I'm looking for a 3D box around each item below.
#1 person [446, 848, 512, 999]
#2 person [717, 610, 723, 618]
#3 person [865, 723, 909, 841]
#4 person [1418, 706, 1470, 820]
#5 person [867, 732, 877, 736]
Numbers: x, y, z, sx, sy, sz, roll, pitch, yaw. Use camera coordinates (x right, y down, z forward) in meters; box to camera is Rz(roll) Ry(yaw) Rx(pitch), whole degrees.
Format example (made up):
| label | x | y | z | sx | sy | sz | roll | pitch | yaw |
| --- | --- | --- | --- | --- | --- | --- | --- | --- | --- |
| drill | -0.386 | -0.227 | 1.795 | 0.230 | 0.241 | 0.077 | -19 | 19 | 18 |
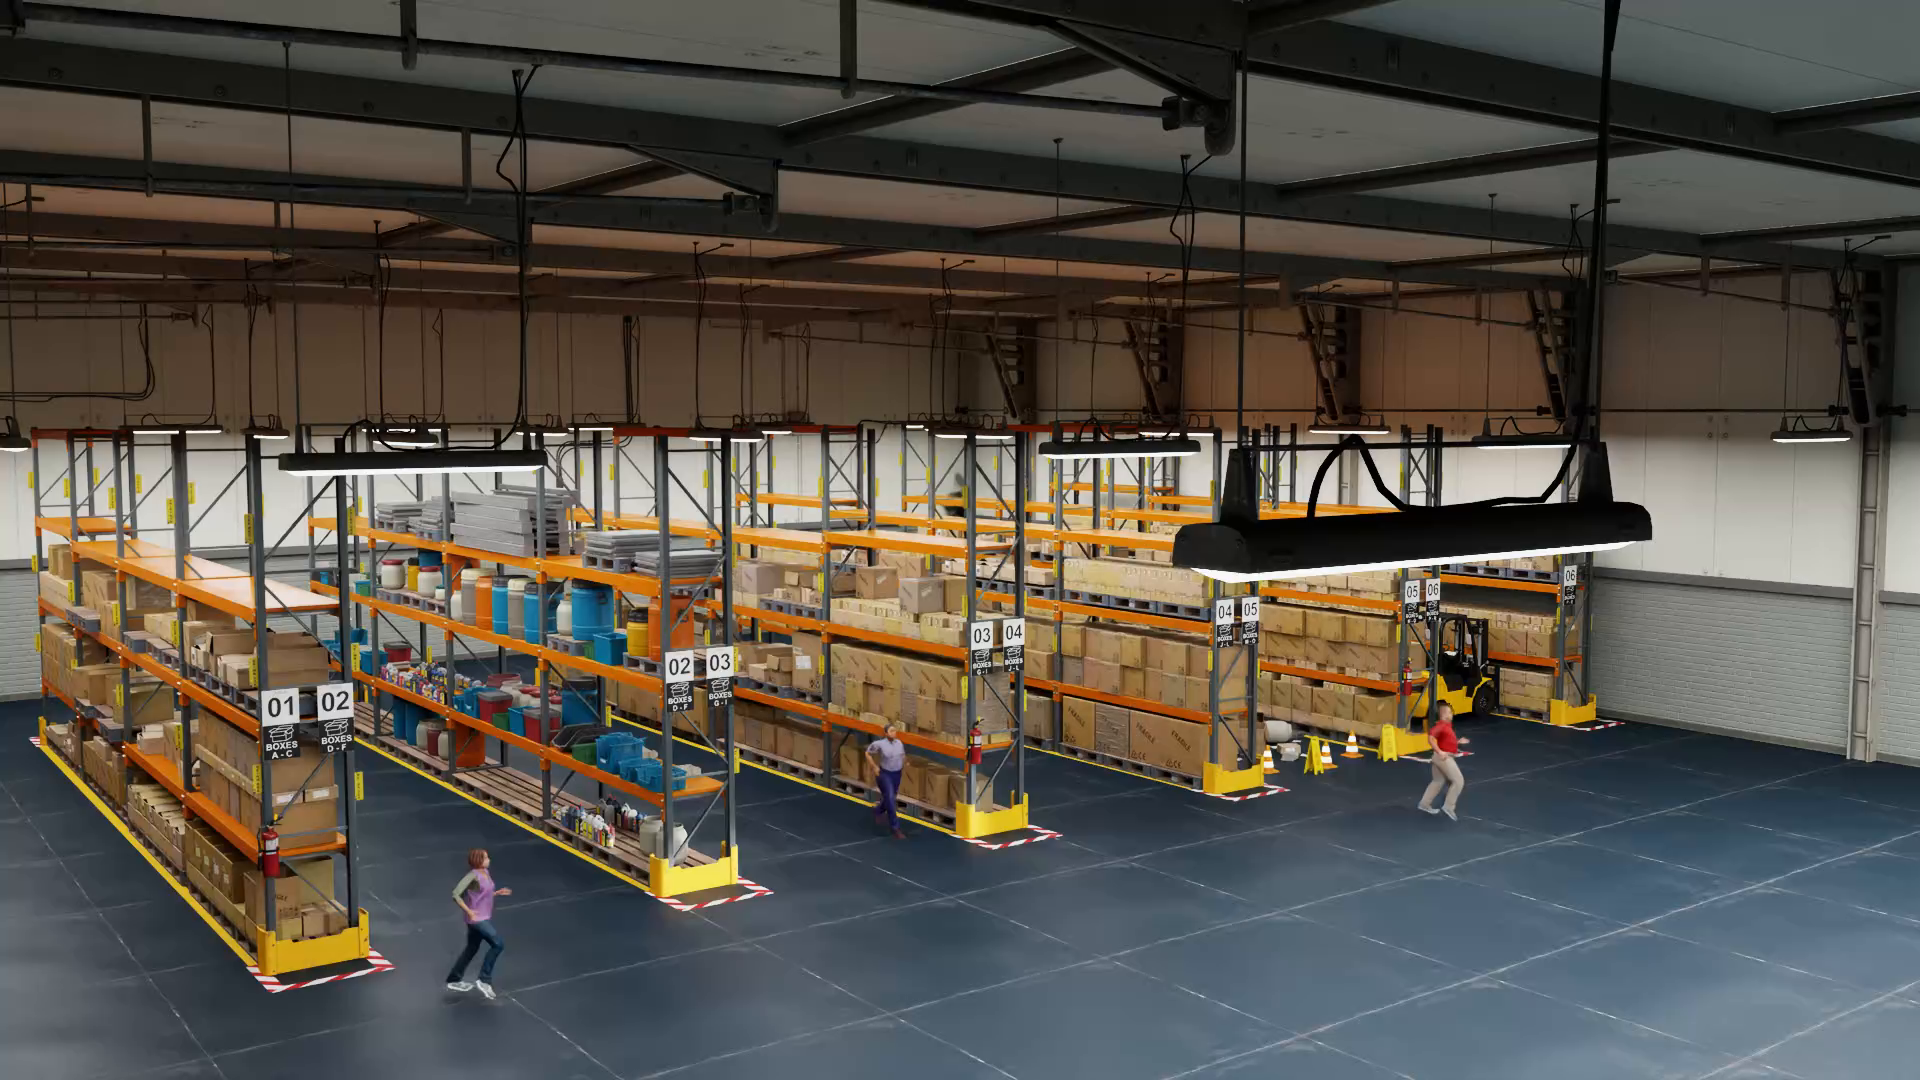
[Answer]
| label | x | y | z | sx | sy | sz | roll | pitch | yaw |
| --- | --- | --- | --- | --- | --- | --- | --- | --- | --- |
| person | -5.209 | 4.132 | 17.984 | 0.704 | 1.625 | 0.510 | -1 | 5 | -8 |
| person | -5.945 | 2.289 | 41.539 | 0.626 | 1.619 | 0.665 | -3 | 5 | -35 |
| person | -1.054 | 3.566 | 24.787 | 0.604 | 1.656 | 0.907 | -4 | 6 | -40 |
| person | 7.533 | 3.463 | 25.809 | 0.751 | 1.785 | 0.635 | 1 | 5 | 11 |
| person | -1.919 | 2.935 | 32.542 | 0.617 | 1.704 | 0.917 | -4 | 6 | -42 |
